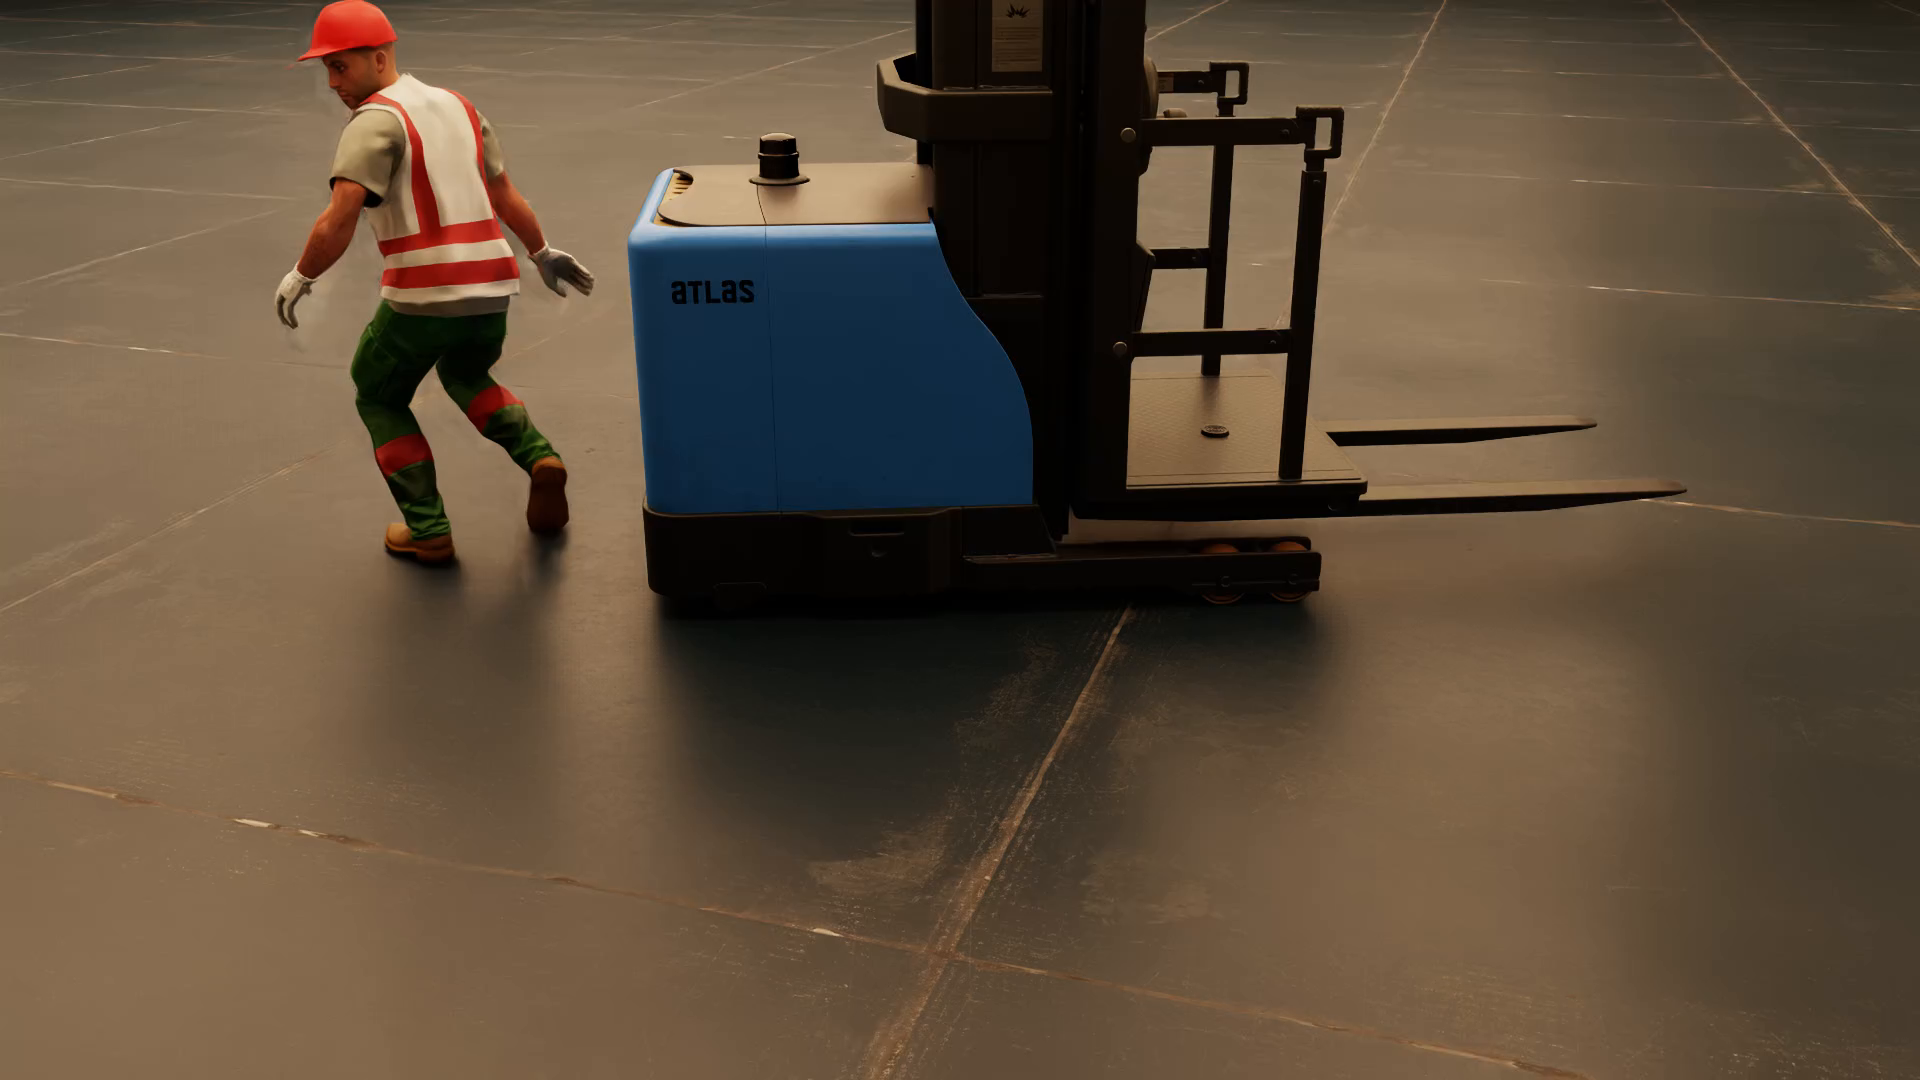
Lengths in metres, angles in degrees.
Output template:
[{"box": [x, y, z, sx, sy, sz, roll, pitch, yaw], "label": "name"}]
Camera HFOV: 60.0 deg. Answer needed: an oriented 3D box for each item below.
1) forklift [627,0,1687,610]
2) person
[{"box": [0.606, -1.374, 4.608, 3.031, 2.935, 1.130, -2, 23, -4], "label": "forklift"}, {"box": [-1.497, -0.747, 4.905, 0.545, 1.614, 0.991, 14, 26, 30], "label": "person"}]
